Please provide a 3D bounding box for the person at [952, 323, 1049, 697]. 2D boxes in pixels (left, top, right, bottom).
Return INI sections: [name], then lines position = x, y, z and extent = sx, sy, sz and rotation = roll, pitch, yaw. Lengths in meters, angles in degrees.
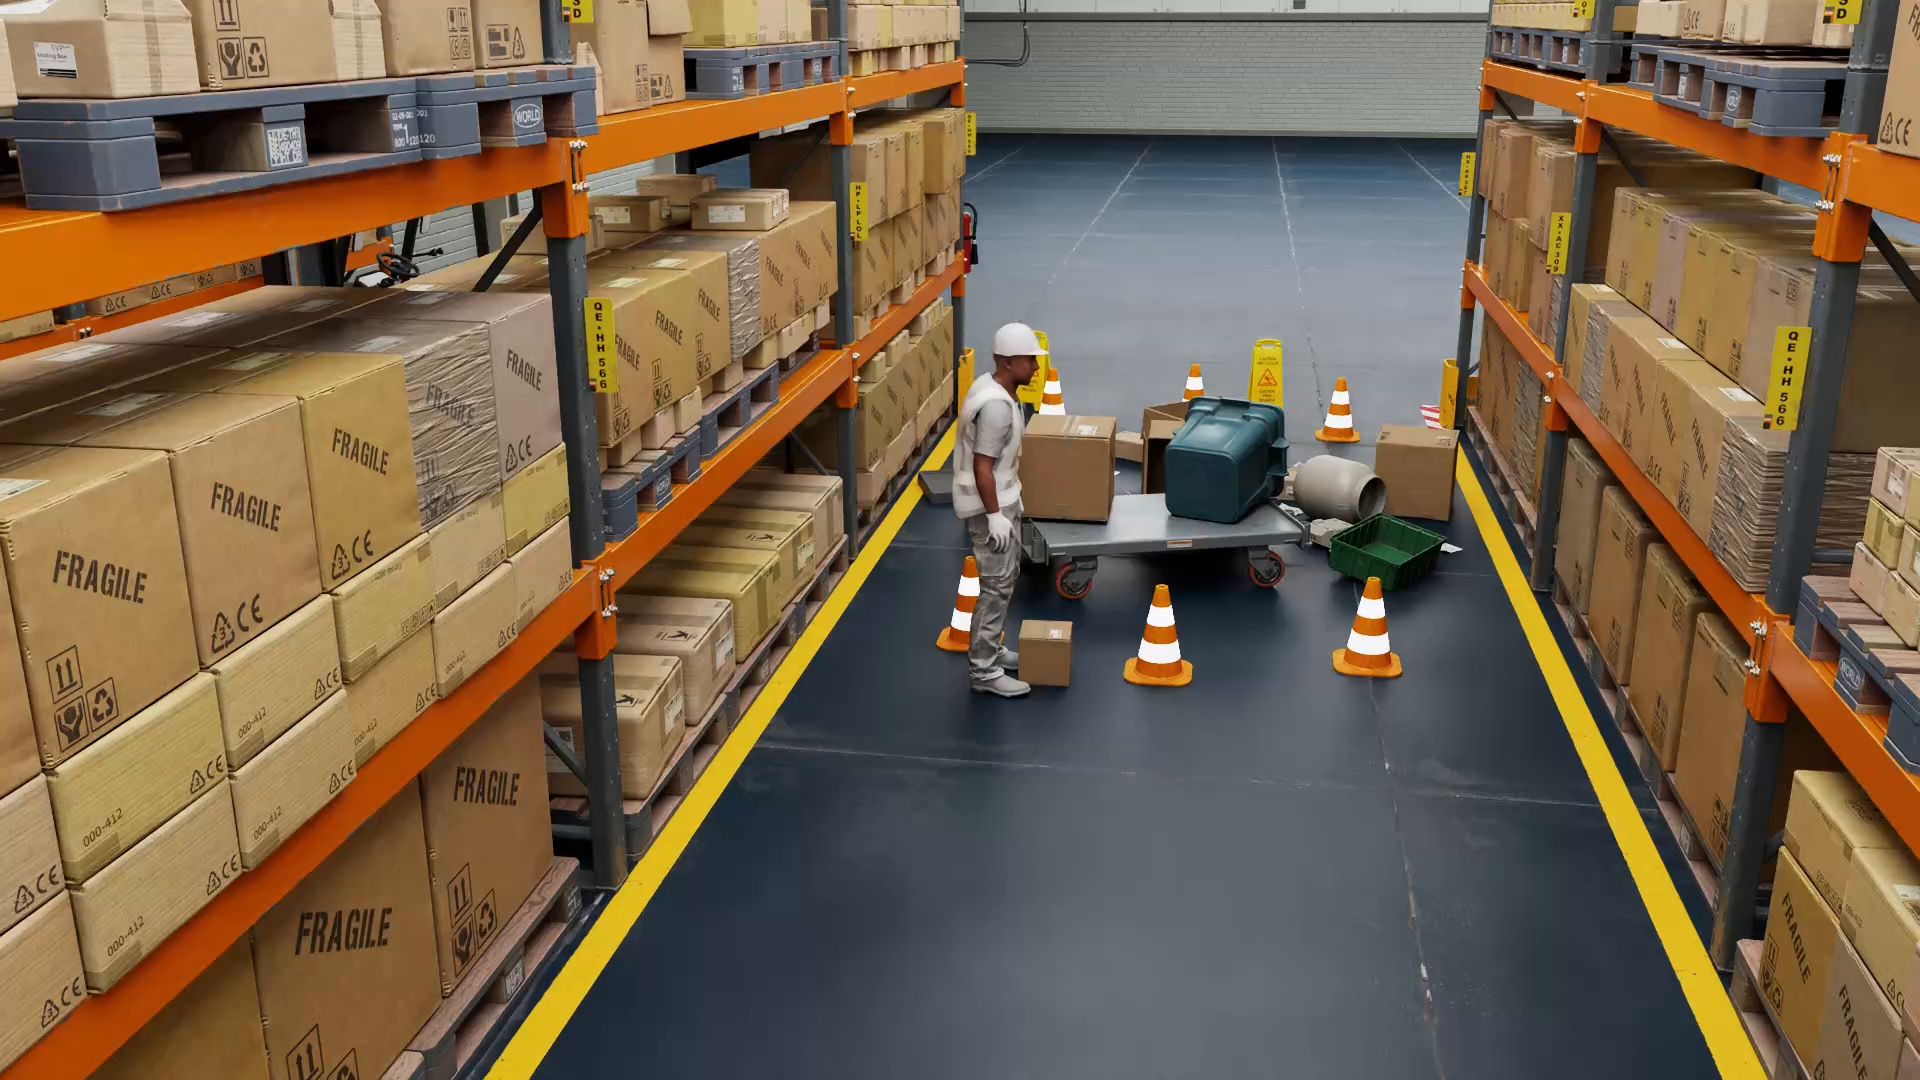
[person]
position = 0.192, -0.161, 8.040
extent = 0.450, 1.774, 0.617
rotation = 2, 18, 7
